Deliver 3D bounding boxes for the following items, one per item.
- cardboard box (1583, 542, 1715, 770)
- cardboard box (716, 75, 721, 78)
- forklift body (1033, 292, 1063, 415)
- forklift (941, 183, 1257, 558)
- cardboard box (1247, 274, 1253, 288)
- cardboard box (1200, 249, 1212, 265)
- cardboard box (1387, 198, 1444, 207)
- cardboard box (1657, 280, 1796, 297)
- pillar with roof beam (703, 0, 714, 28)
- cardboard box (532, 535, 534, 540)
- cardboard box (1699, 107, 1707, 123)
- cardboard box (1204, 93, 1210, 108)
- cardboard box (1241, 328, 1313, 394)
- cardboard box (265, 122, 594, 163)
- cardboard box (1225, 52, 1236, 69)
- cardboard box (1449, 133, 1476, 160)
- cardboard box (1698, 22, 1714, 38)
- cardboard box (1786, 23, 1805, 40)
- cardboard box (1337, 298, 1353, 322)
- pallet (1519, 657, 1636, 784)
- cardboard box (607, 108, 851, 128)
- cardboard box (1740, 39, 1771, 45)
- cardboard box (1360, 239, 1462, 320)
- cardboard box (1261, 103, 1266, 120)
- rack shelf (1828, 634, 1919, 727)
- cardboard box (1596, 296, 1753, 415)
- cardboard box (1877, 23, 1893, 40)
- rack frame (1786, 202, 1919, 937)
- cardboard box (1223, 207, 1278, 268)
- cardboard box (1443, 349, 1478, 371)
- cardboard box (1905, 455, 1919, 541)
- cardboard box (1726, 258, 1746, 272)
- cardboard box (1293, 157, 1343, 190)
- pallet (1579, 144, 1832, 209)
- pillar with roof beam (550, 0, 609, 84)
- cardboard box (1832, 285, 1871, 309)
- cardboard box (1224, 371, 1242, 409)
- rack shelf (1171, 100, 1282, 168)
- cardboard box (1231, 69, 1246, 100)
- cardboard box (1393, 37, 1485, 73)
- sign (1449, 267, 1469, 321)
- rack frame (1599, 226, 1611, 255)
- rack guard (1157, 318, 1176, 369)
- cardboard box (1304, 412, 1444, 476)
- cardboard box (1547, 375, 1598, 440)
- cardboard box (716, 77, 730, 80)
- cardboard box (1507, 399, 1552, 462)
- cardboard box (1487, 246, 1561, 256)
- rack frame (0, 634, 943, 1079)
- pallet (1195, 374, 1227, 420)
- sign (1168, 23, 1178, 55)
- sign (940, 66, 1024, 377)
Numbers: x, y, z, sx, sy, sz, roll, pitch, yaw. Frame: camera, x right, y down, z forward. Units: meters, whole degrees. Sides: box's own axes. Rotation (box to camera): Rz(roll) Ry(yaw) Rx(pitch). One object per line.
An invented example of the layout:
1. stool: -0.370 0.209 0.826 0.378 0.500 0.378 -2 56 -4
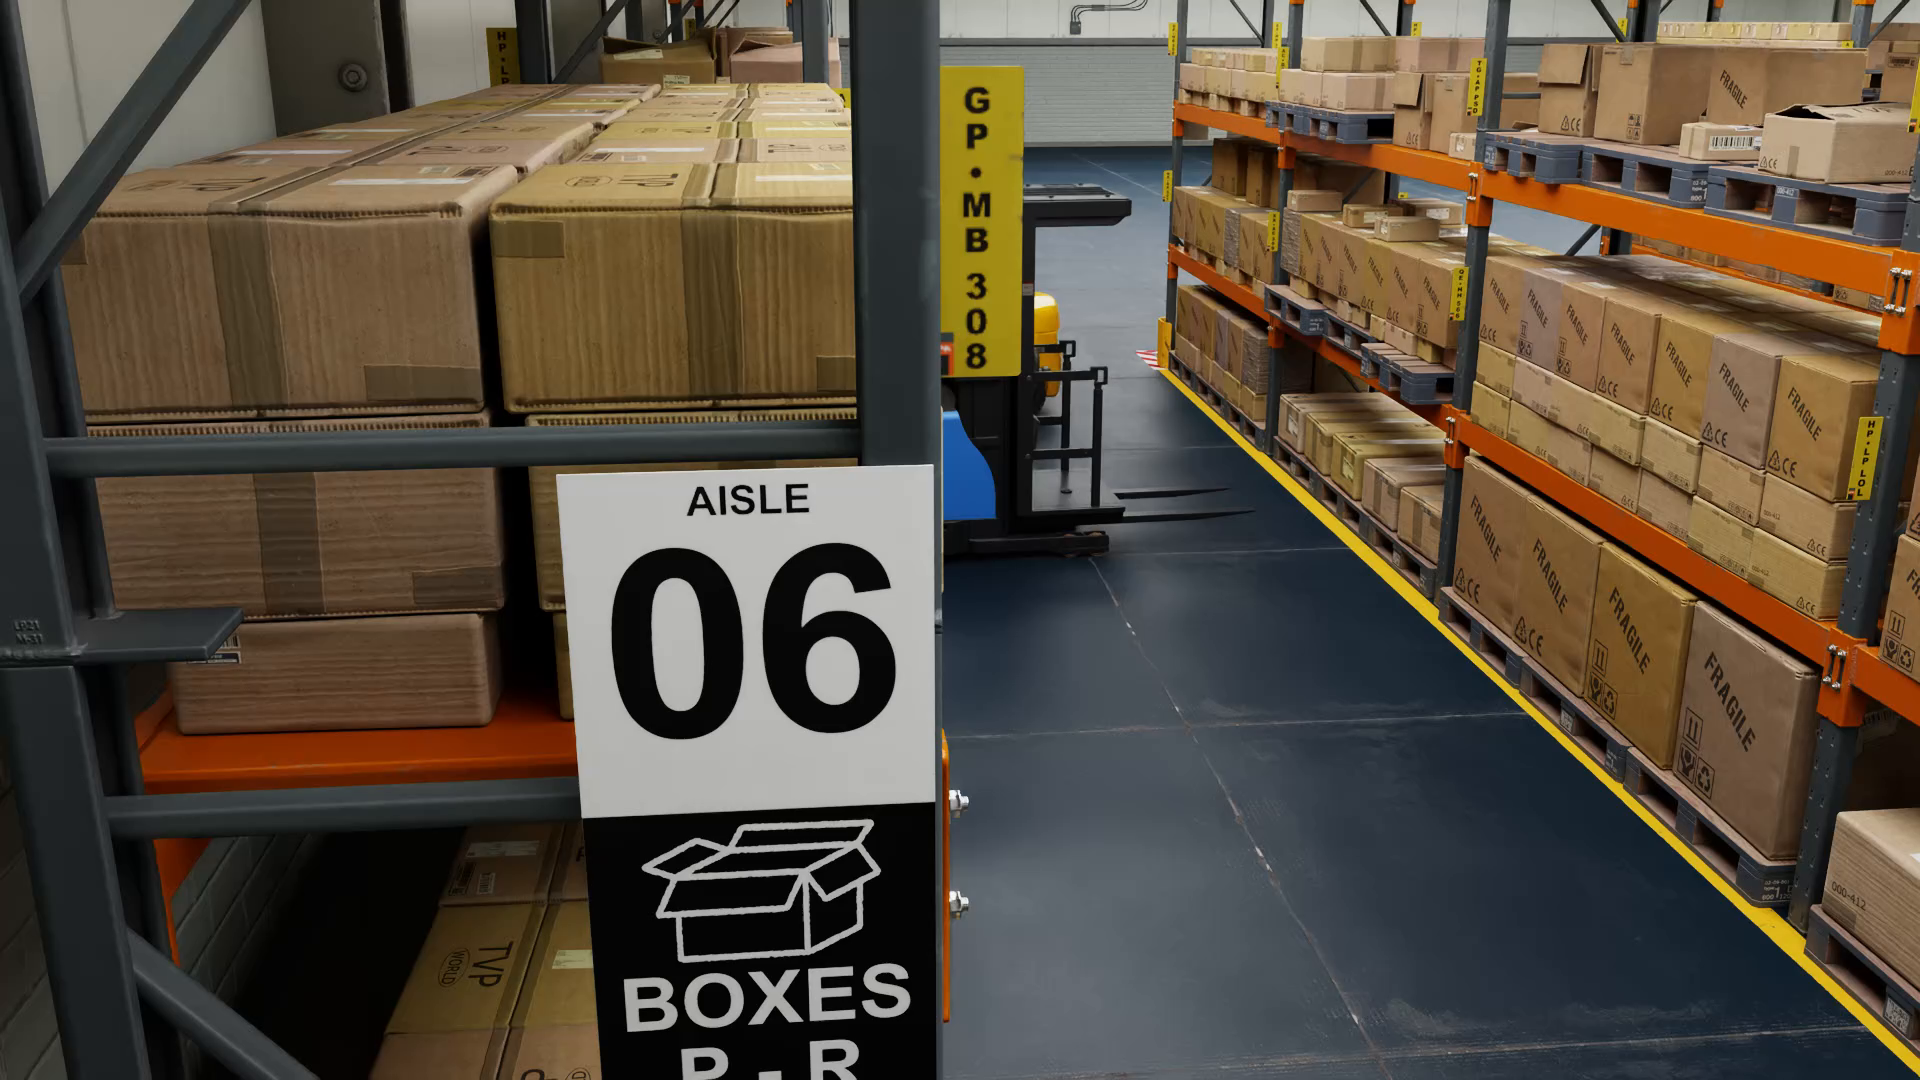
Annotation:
1. cardboard box: 3.757 0.547 8.273 0.875 0.875 0.875 -1 17 -4
2. cardboard box: -1.678 -2.668 10.042 0.500 0.250 0.500 -2 18 -6
3. forklift body: -0.163 -2.322 15.983 2.313 2.155 1.214 -2 18 -6
4. forklift: 0.615 -1.428 11.832 3.031 2.935 1.130 -3 18 -9
5. cardboard box: 2.846 -2.394 15.214 0.380 0.149 0.250 -2 18 -6
6. cardboard box: 2.620 -2.853 16.678 0.380 0.149 0.250 -1 17 -4
7. cardboard box: 3.532 -2.563 12.884 0.380 0.149 0.250 -2 18 -7
8. cardboard box: 4.008 -1.085 8.789 0.500 0.500 0.500 -2 18 -6
9. pillar with roof beam: 0.046 -9.571 27.640 9.100 9.000 0.400 -2 18 -6
10. cardboard box: -0.856 -0.102 2.904 0.380 0.149 0.250 -2 18 -7
11. cardboard box: 4.079 -2.175 8.612 0.396 0.266 0.258 -2 18 -7
12. cardboard box: 2.634 -4.364 16.482 0.380 0.149 0.250 -2 18 -6
13. cardboard box: 2.848 -1.613 14.944 0.500 0.500 0.500 -2 18 -6
14. cardboard box: -0.963 -0.641 3.122 0.500 0.250 0.500 -2 18 -5
15. cardboard box: 2.671 -4.437 15.383 0.380 0.149 0.250 -2 17 -5
16. cardboard box: 3.313 -2.479 10.478 0.380 0.149 0.250 -2 18 -6
17. cardboard box: 7.524 -5.025 16.388 0.380 0.149 0.250 -2 18 -6
18. cardboard box: 7.683 -4.571 14.940 0.380 0.149 0.250 -2 18 -6
19. cardboard box: 3.025 -1.715 12.352 0.380 0.149 0.250 -1 17 -4
20. pallet: 3.717 0.923 8.883 1.003 0.211 1.213 -2 18 -6
21. cardboard box: -0.481 -0.802 3.635 0.500 0.250 0.500 -1 17 -4
22. cardboard box: 7.681 -4.570 15.603 0.500 0.250 0.500 -2 18 -6
23. cardboard box: 3.148 -1.828 11.626 0.500 0.500 0.500 -3 18 -9
24. cardboard box: 2.851 -3.748 14.519 0.380 0.149 0.250 -2 18 -5
25. rack shelf: 4.207 1.124 4.790 1.077 0.370 4.000 -2 18 -6
26. cardboard box: 3.543 -0.925 8.278 0.500 0.500 0.500 -1 17 -5
27. cardboard box: 8.362 -4.516 14.768 0.380 0.149 0.250 -2 18 -6
28. rack frame: 4.001 0.185 6.580 1.000 3.000 0.127 -2 18 -6
29. cardboard box: 2.765 -2.821 15.490 0.500 0.500 0.500 -1 17 -4
30. cardboard box: 3.321 -1.178 10.639 0.380 0.149 0.250 -1 17 -4
31. cardboard box: 3.809 -0.191 5.940 0.500 0.500 0.500 -2 18 -5
32. cardboard box: 8.021 -2.890 16.126 0.875 0.550 0.550 -2 18 -6
33. cardboard box: 3.315 -3.156 14.889 0.700 0.500 0.500 -2 18 -5
34. pallet: 3.826 -1.825 8.289 1.003 0.211 1.213 -1 17 -3
35. pillar with roof beam: 1.903 -4.208 10.558 9.100 9.000 0.400 -2 18 -6
36. cardboard box: 7.876 -2.264 14.215 0.500 0.500 0.500 -2 17 -5
37. cardboard box: 2.783 -1.413 15.560 0.500 0.250 0.500 -2 18 -7
38. rack shelf: 2.970 -3.882 15.729 1.077 0.370 4.000 -2 18 -6
39. cardboard box: 2.771 -4.126 15.058 0.500 0.250 0.500 -2 18 -7
40. cardboard box: 3.490 -3.525 12.104 0.500 0.250 0.500 -1 17 -5
41. sign: 3.050 -1.502 10.152 0.100 0.325 0.005 -2 18 -6
42. rack frame: 7.677 -3.573 18.551 1.000 3.000 0.127 -2 18 -6
43. rack guard: 2.771 -2.175 18.271 1.175 0.500 0.348 -2 18 -6
44. cardboard box: 3.310 -0.775 13.324 0.950 0.372 0.625 -1 17 -2
45. cardboard box: 3.486 -0.712 8.854 0.500 0.250 0.500 -2 18 -6
46. cardboard box: -1.097 -2.369 8.796 0.380 0.149 0.250 -2 18 -8
47. cardboard box: 3.459 -0.629 9.424 0.500 0.250 0.500 -2 18 -7
48. cardboard box: 3.711 -1.693 11.198 0.500 0.500 0.500 -1 17 -3
49. rack frame: -0.523 1.531 2.292 1.000 3.000 0.127 -2 18 -6
50. pallet: 2.942 -1.431 16.384 1.003 0.211 1.213 -2 18 -6
51. sign: 2.224 -5.222 17.335 0.100 0.325 0.005 -2 18 -6
52. sign: 0.016 -0.334 1.766 0.100 0.325 0.005 -2 18 -6
